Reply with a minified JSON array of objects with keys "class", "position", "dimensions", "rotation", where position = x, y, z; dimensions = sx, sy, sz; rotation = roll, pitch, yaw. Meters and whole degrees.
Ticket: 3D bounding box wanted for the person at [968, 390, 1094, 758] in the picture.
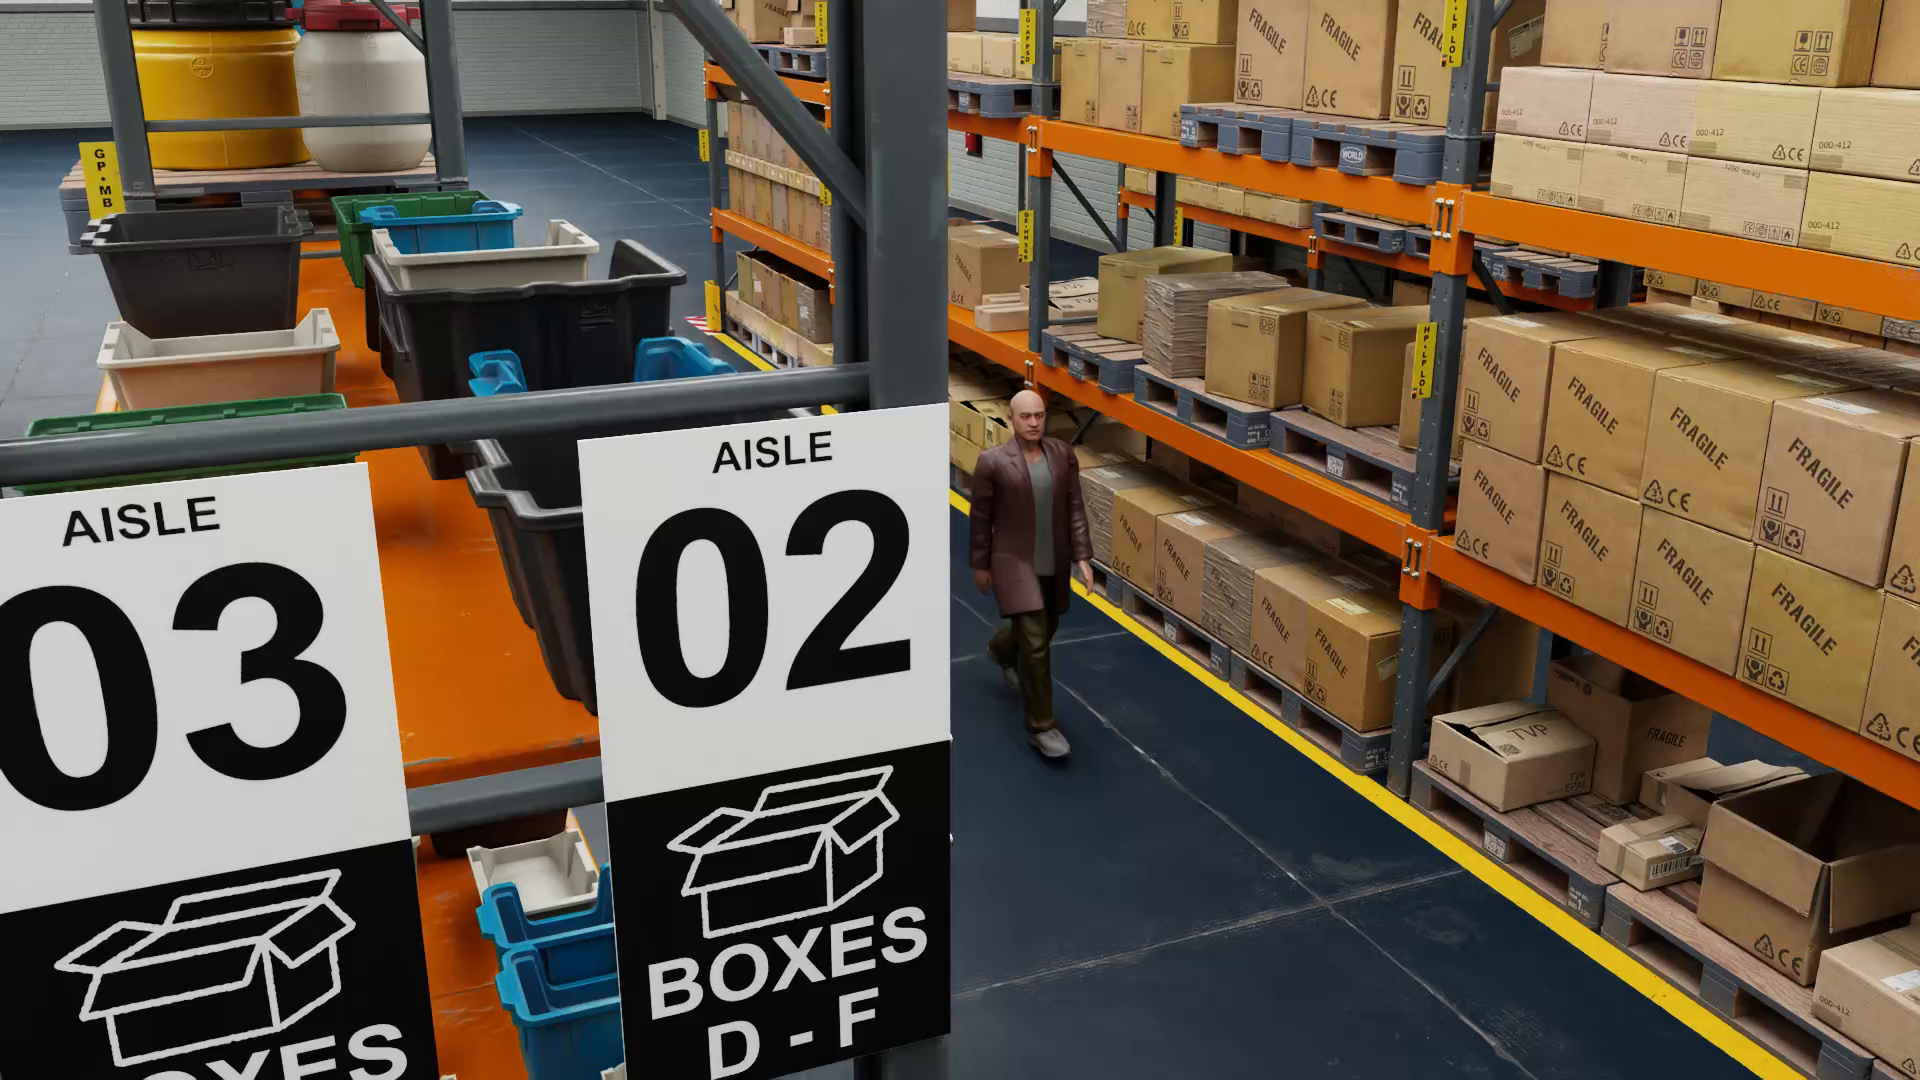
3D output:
[{"class":"person","position":[0.345,0.106,8.253],"dimensions":[0.565,1.733,1.095],"rotation":[-9,21,-25]}]
